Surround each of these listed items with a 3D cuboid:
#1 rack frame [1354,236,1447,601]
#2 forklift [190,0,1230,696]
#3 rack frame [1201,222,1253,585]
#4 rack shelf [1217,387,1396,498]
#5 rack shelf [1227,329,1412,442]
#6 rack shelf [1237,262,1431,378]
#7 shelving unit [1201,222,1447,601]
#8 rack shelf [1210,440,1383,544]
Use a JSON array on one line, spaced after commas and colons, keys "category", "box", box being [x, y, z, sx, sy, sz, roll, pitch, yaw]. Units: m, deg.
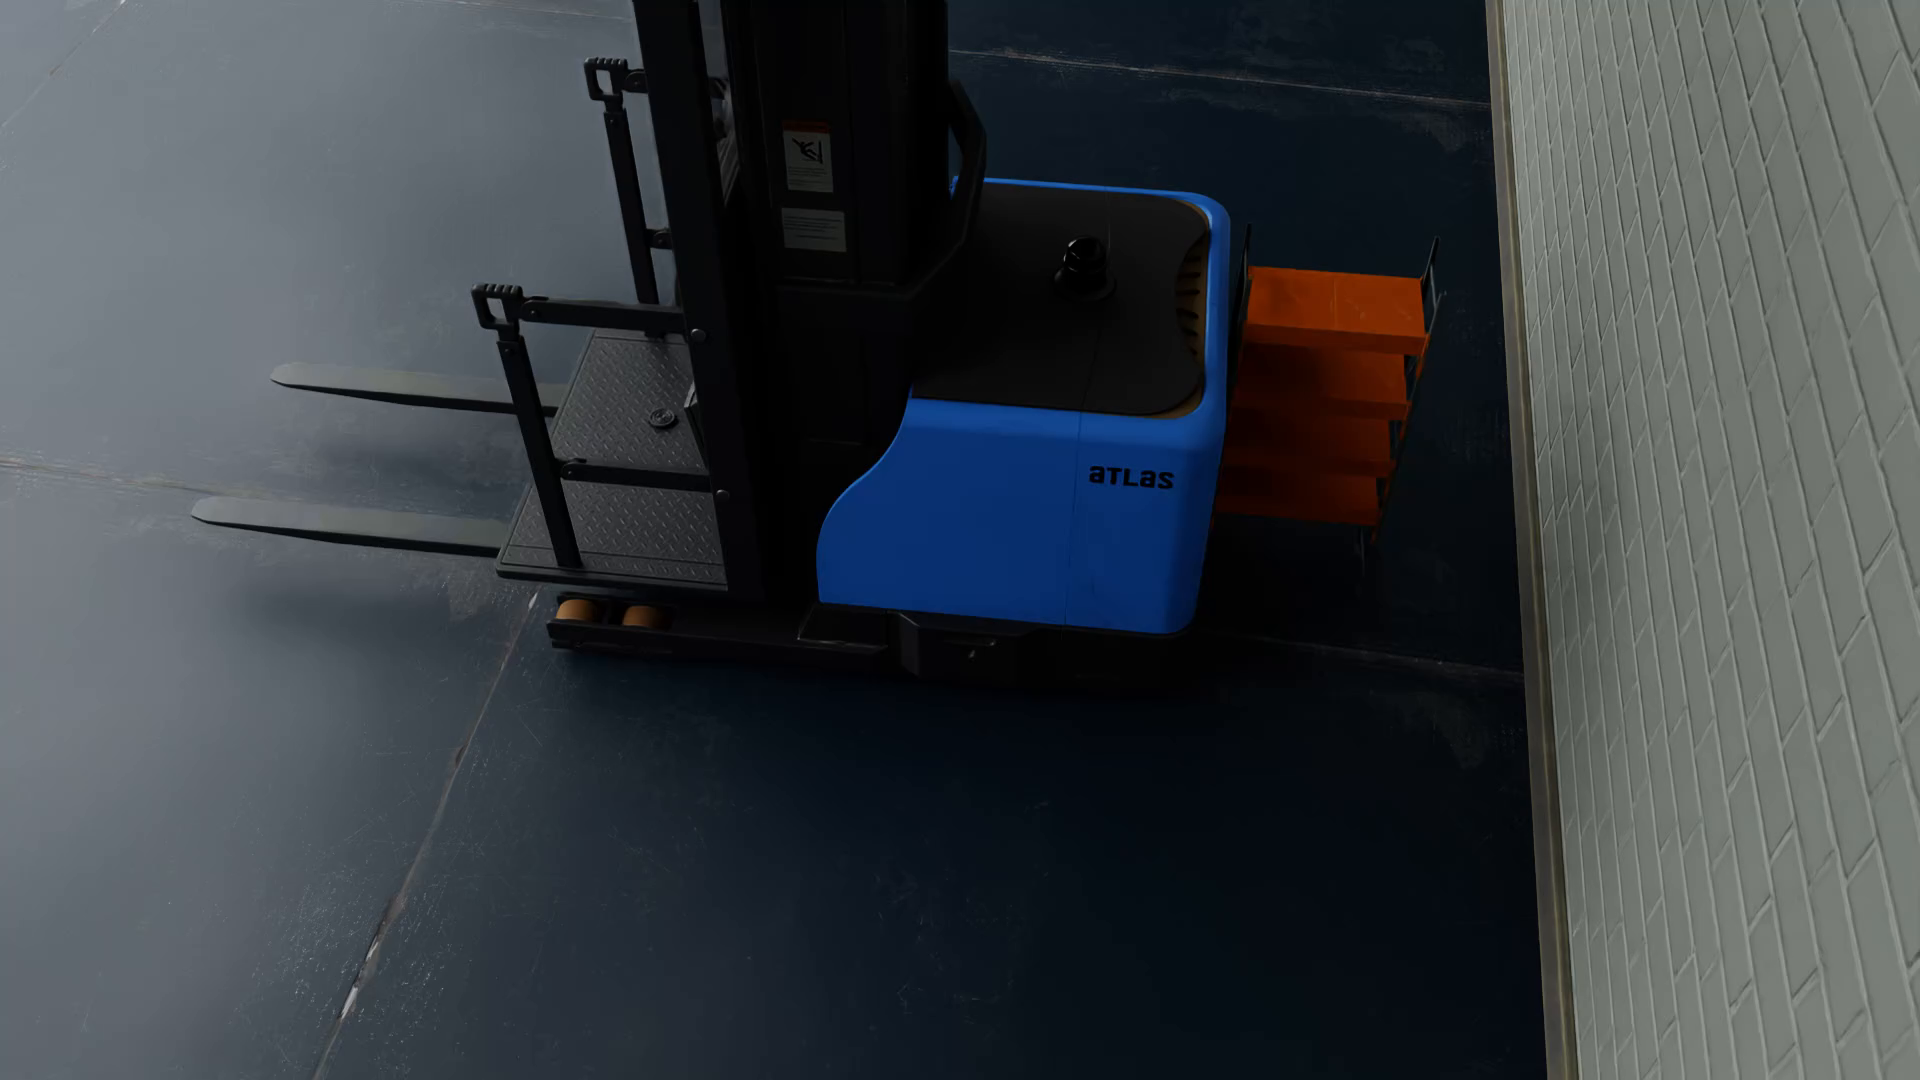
[{"category": "rack frame", "box": [1.235, -0.305, 4.718, 0.015, 1.200, 0.240, 5, 48, 5]}, {"category": "forklift", "box": [-0.782, -1.015, 4.192, 3.031, 2.935, 1.130, 5, 48, 5]}, {"category": "rack frame", "box": [0.751, -0.349, 4.757, 0.015, 1.200, 0.240, 5, 48, 5]}, {"category": "rack shelf", "box": [0.993, -0.282, 4.787, 0.480, 0.148, 0.258, 5, 48, 5]}, {"category": "rack shelf", "box": [0.993, -0.432, 4.621, 0.480, 0.148, 0.258, 5, 48, 5]}, {"category": "rack shelf", "box": [0.993, -0.590, 4.445, 0.480, 0.148, 0.258, 5, 48, 5]}, {"category": "shelving unit", "box": [0.993, -0.327, 4.737, 0.503, 1.200, 0.258, 5, 48, 5]}, {"category": "rack shelf", "box": [0.993, -0.149, 4.935, 0.480, 0.148, 0.258, 5, 48, 5]}]
